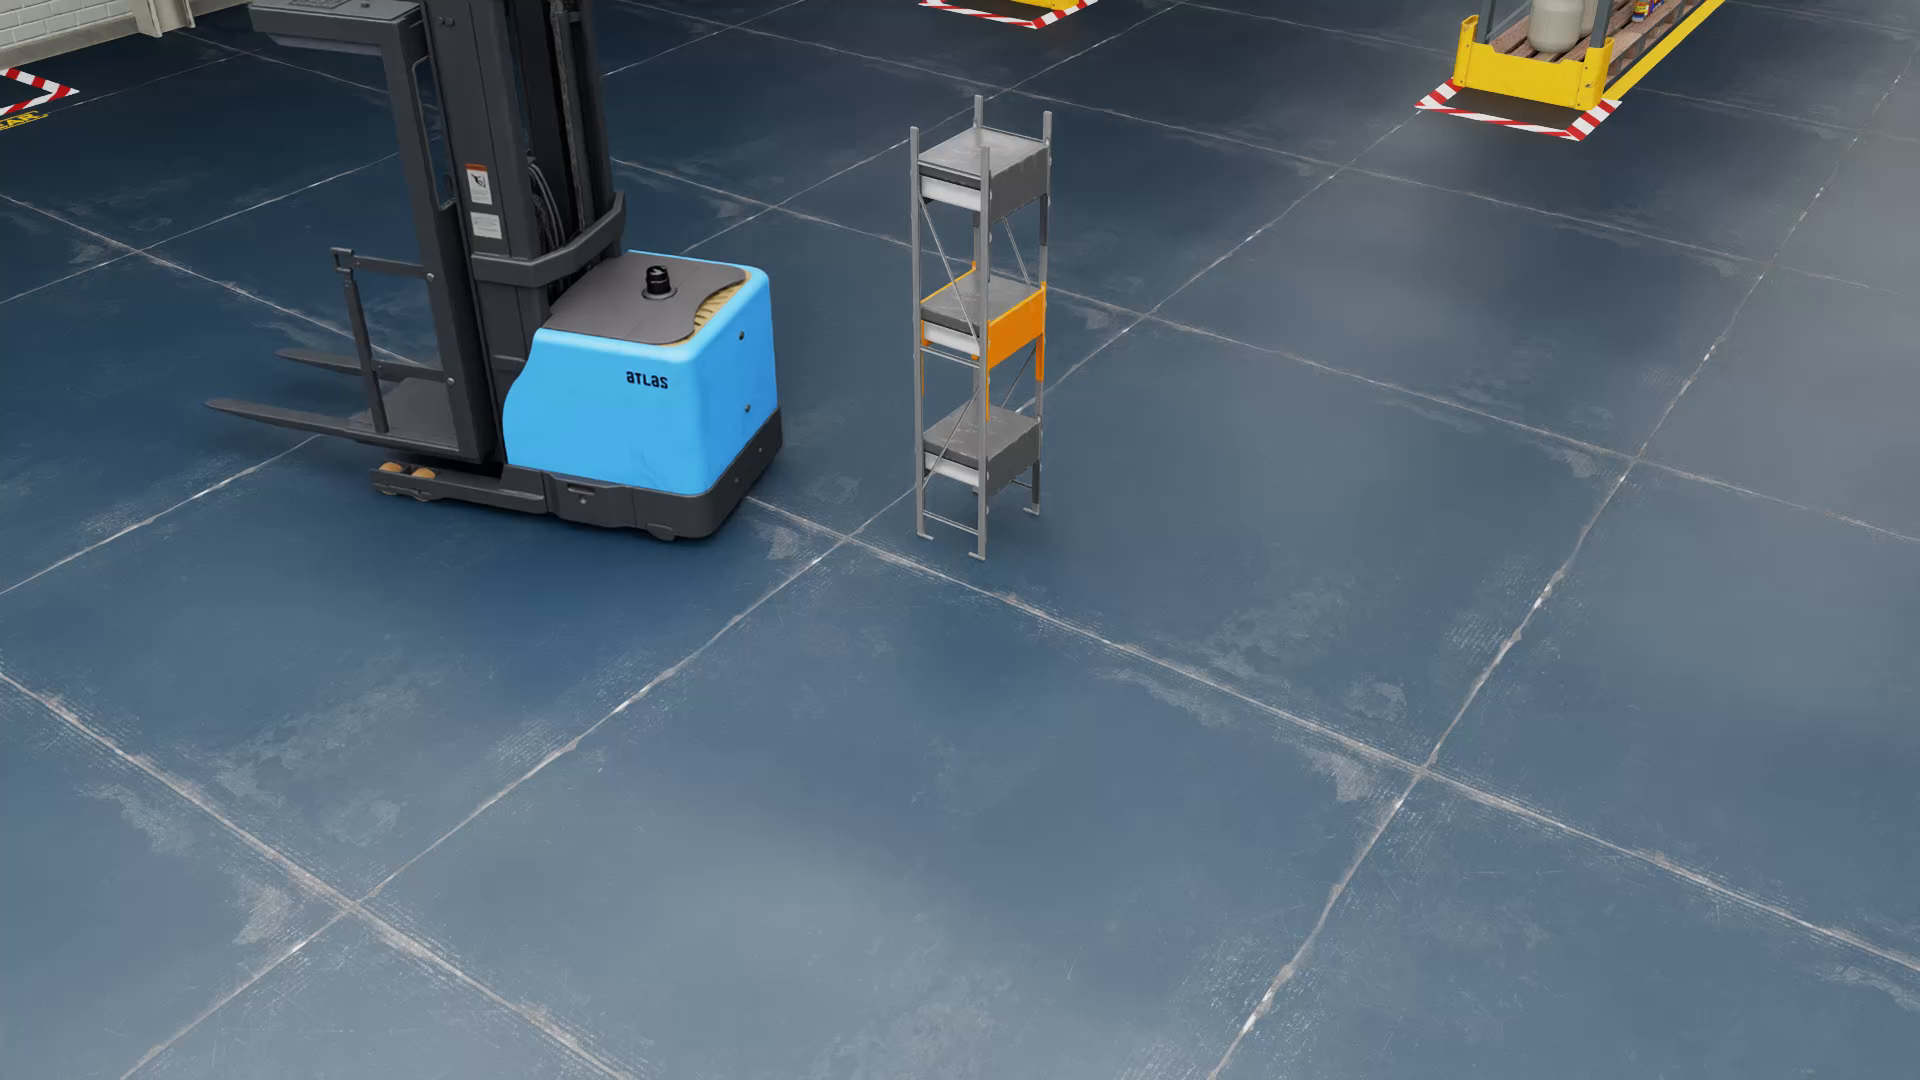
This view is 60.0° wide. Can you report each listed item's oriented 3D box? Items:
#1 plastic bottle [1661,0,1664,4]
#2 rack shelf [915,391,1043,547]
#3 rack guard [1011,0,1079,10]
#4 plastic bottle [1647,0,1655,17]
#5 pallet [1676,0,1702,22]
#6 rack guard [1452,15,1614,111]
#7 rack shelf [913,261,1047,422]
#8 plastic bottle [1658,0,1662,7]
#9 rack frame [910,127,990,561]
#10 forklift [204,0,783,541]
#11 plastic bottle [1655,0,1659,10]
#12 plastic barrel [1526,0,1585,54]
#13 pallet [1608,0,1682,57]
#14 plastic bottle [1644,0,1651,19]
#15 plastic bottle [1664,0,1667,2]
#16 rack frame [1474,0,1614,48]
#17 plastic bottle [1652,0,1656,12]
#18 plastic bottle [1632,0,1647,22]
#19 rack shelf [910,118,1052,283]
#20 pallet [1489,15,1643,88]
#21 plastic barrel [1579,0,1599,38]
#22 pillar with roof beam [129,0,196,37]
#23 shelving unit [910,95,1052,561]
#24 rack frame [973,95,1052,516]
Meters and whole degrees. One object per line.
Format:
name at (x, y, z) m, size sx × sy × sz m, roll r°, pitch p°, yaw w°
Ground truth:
plastic bottle at (6.316, -4.972, 14.967) m, size 0.097 × 0.271 × 0.097 m, roll 0°, pitch 34°, yaw 0°
rack shelf at (0.094, -0.355, 8.174) m, size 0.431 × 0.518 × 0.480 m, roll 21°, pitch 39°, yaw 28°
rack guard at (0.577, -5.425, 15.826) m, size 1.175 × 0.500 × 0.348 m, roll 21°, pitch 39°, yaw 28°
plastic bottle at (6.092, -4.778, 14.670) m, size 0.061 × 0.283 × 0.133 m, roll 22°, pitch 40°, yaw 29°
pallet at (6.522, -5.278, 15.866) m, size 1.003 × 0.211 × 1.213 m, roll 21°, pitch 39°, yaw 28°
rack guard at (4.663, -3.902, 13.574) m, size 1.175 × 0.500 × 0.348 m, roll 21°, pitch 39°, yaw 28°
rack shelf at (0.094, -0.935, 7.782) m, size 0.431 × 0.518 × 0.480 m, roll 21°, pitch 39°, yaw 28°
plastic bottle at (6.257, -4.895, 14.916) m, size 0.097 × 0.201 × 0.097 m, roll 0°, pitch 34°, yaw 0°
rack frame at (-0.045, -0.834, 7.608) m, size 0.400 × 2.100 × 0.015 m, roll 21°, pitch 39°, yaw 28°
forklift at (-2.520, -1.683, 8.123) m, size 3.031 × 2.935 × 1.130 m, roll 10°, pitch 35°, yaw 14°
plastic bottle at (6.200, -4.879, 14.829) m, size 0.097 × 0.271 × 0.097 m, roll 0°, pitch 34°, yaw 0°
plastic barrel at (4.971, -4.359, 13.863) m, size 0.421 × 0.512 × 0.421 m, roll 0°, pitch 34°, yaw 0°
pallet at (5.827, -4.714, 15.032) m, size 1.003 × 0.211 × 1.213 m, roll 21°, pitch 39°, yaw 28°
plastic bottle at (6.007, -4.693, 14.618) m, size 0.097 × 0.201 × 0.097 m, roll 0°, pitch 34°, yaw 0°
plastic bottle at (6.374, -4.990, 15.056) m, size 0.097 × 0.201 × 0.097 m, roll 0°, pitch 34°, yaw 0°
rack frame at (4.658, -4.888, 12.800) m, size 1.000 × 3.000 × 0.127 m, roll 21°, pitch 39°, yaw 28°
plastic bottle at (6.143, -4.833, 14.761) m, size 0.097 × 0.271 × 0.097 m, roll 0°, pitch 34°, yaw 0°
plastic bottle at (5.948, -4.675, 14.528) m, size 0.097 × 0.271 × 0.097 m, roll 0°, pitch 34°, yaw 0°
rack shelf at (0.094, -1.515, 7.390) m, size 0.431 × 0.518 × 0.480 m, roll 21°, pitch 39°, yaw 28°
pallet at (5.130, -4.155, 14.206) m, size 1.003 × 0.211 × 1.213 m, roll 21°, pitch 39°, yaw 28°
plastic barrel at (5.256, -4.589, 14.205) m, size 0.421 × 0.512 × 0.421 m, roll 0°, pitch 34°, yaw 0°
pillar with roof beam at (-3.677, -7.000, 10.567) m, size 9.100 × 9.000 × 0.400 m, roll 21°, pitch 39°, yaw 28°
shelving unit at (0.094, -0.946, 7.774) m, size 0.431 × 2.100 × 0.503 m, roll 21°, pitch 39°, yaw 28°
rack frame at (0.234, -1.058, 7.940) m, size 0.400 × 2.100 × 0.015 m, roll 21°, pitch 39°, yaw 28°
